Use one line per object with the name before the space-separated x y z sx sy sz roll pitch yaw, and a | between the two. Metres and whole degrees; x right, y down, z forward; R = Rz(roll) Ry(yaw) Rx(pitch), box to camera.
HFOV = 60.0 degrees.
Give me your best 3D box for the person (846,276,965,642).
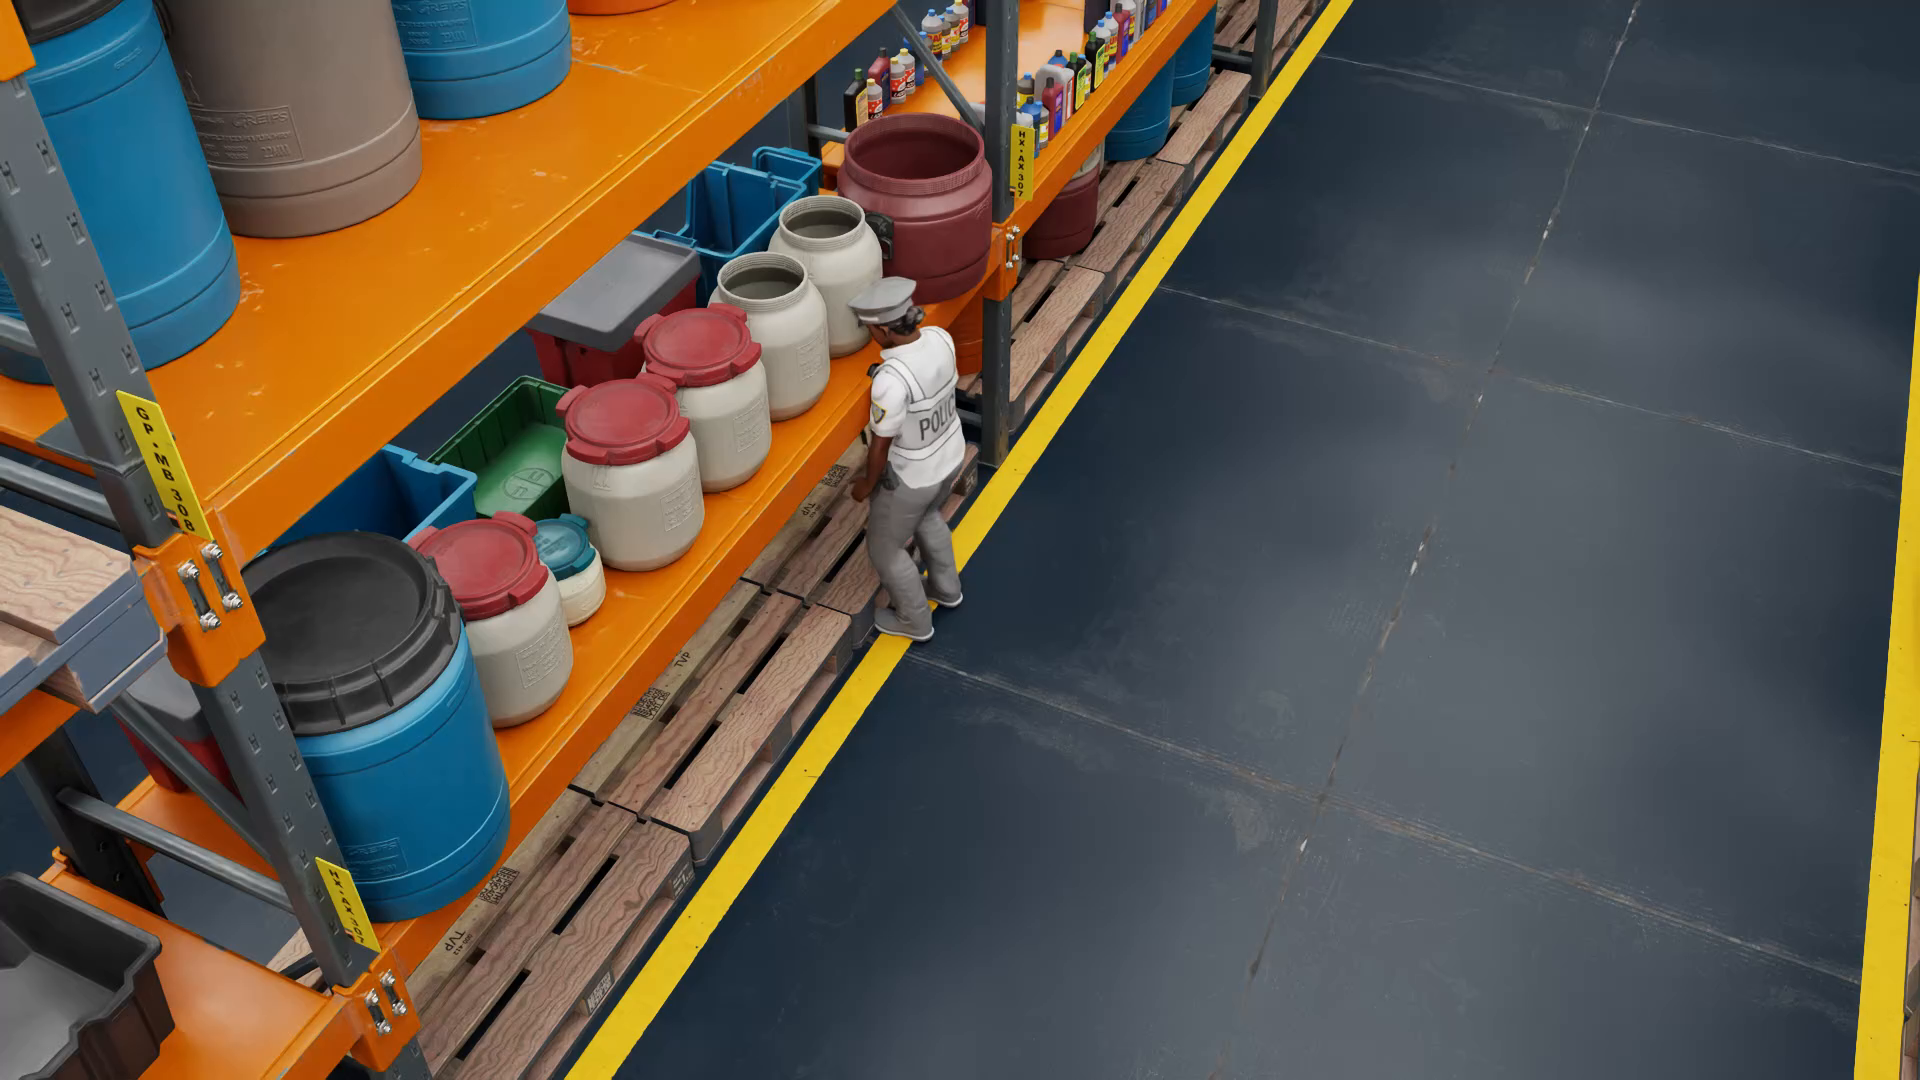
person | -0.210 -0.286 6.503 0.409 1.637 0.450 22 47 23
